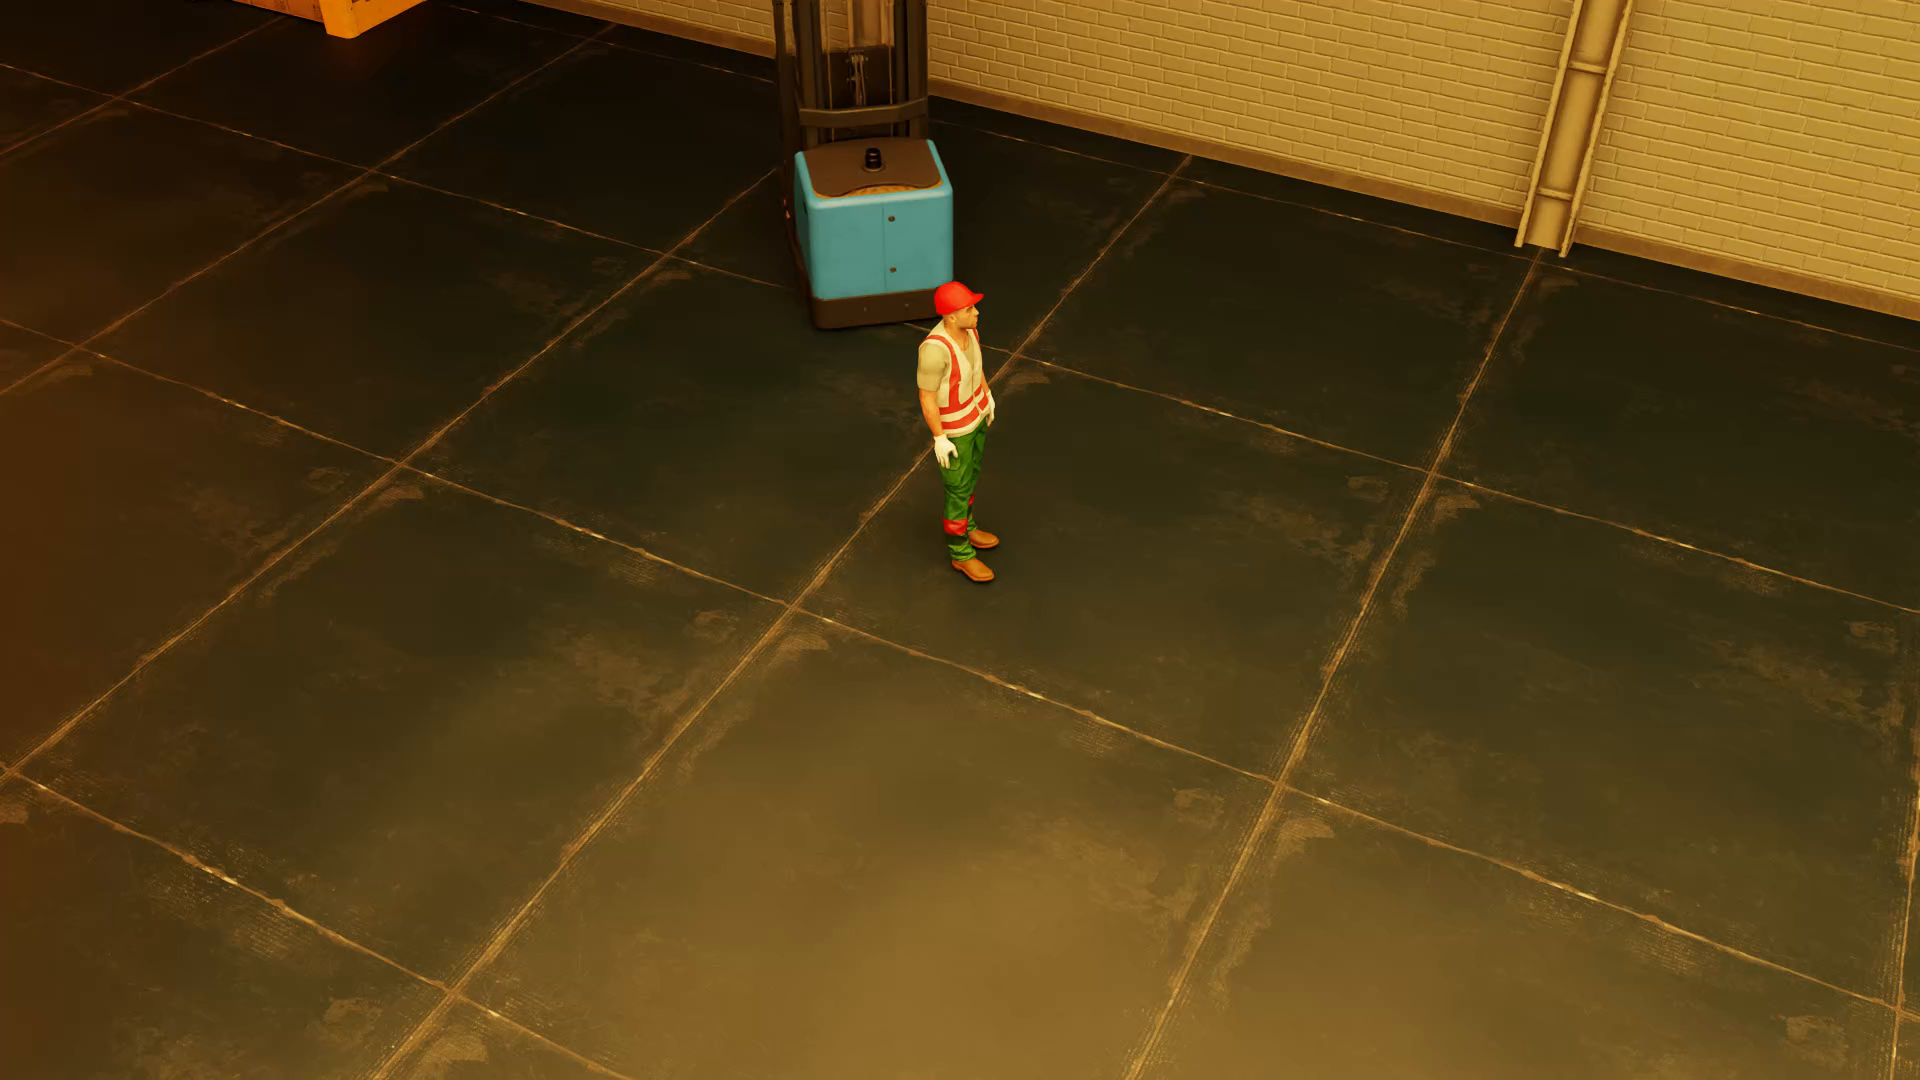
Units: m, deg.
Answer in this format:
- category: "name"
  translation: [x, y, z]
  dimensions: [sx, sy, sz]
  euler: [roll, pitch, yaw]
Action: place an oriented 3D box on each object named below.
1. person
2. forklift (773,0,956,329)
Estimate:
- category: "person"
  translation: [0.066, -0.659, 9.644]
  dimensions: [0.562, 1.790, 0.637]
  euler: [18, 43, 21]
- category: "forklift"
  translation: [-0.828, -3.594, 12.254]
  dimensions: [1.130, 2.935, 3.031]
  euler: [-7, 41, -9]
